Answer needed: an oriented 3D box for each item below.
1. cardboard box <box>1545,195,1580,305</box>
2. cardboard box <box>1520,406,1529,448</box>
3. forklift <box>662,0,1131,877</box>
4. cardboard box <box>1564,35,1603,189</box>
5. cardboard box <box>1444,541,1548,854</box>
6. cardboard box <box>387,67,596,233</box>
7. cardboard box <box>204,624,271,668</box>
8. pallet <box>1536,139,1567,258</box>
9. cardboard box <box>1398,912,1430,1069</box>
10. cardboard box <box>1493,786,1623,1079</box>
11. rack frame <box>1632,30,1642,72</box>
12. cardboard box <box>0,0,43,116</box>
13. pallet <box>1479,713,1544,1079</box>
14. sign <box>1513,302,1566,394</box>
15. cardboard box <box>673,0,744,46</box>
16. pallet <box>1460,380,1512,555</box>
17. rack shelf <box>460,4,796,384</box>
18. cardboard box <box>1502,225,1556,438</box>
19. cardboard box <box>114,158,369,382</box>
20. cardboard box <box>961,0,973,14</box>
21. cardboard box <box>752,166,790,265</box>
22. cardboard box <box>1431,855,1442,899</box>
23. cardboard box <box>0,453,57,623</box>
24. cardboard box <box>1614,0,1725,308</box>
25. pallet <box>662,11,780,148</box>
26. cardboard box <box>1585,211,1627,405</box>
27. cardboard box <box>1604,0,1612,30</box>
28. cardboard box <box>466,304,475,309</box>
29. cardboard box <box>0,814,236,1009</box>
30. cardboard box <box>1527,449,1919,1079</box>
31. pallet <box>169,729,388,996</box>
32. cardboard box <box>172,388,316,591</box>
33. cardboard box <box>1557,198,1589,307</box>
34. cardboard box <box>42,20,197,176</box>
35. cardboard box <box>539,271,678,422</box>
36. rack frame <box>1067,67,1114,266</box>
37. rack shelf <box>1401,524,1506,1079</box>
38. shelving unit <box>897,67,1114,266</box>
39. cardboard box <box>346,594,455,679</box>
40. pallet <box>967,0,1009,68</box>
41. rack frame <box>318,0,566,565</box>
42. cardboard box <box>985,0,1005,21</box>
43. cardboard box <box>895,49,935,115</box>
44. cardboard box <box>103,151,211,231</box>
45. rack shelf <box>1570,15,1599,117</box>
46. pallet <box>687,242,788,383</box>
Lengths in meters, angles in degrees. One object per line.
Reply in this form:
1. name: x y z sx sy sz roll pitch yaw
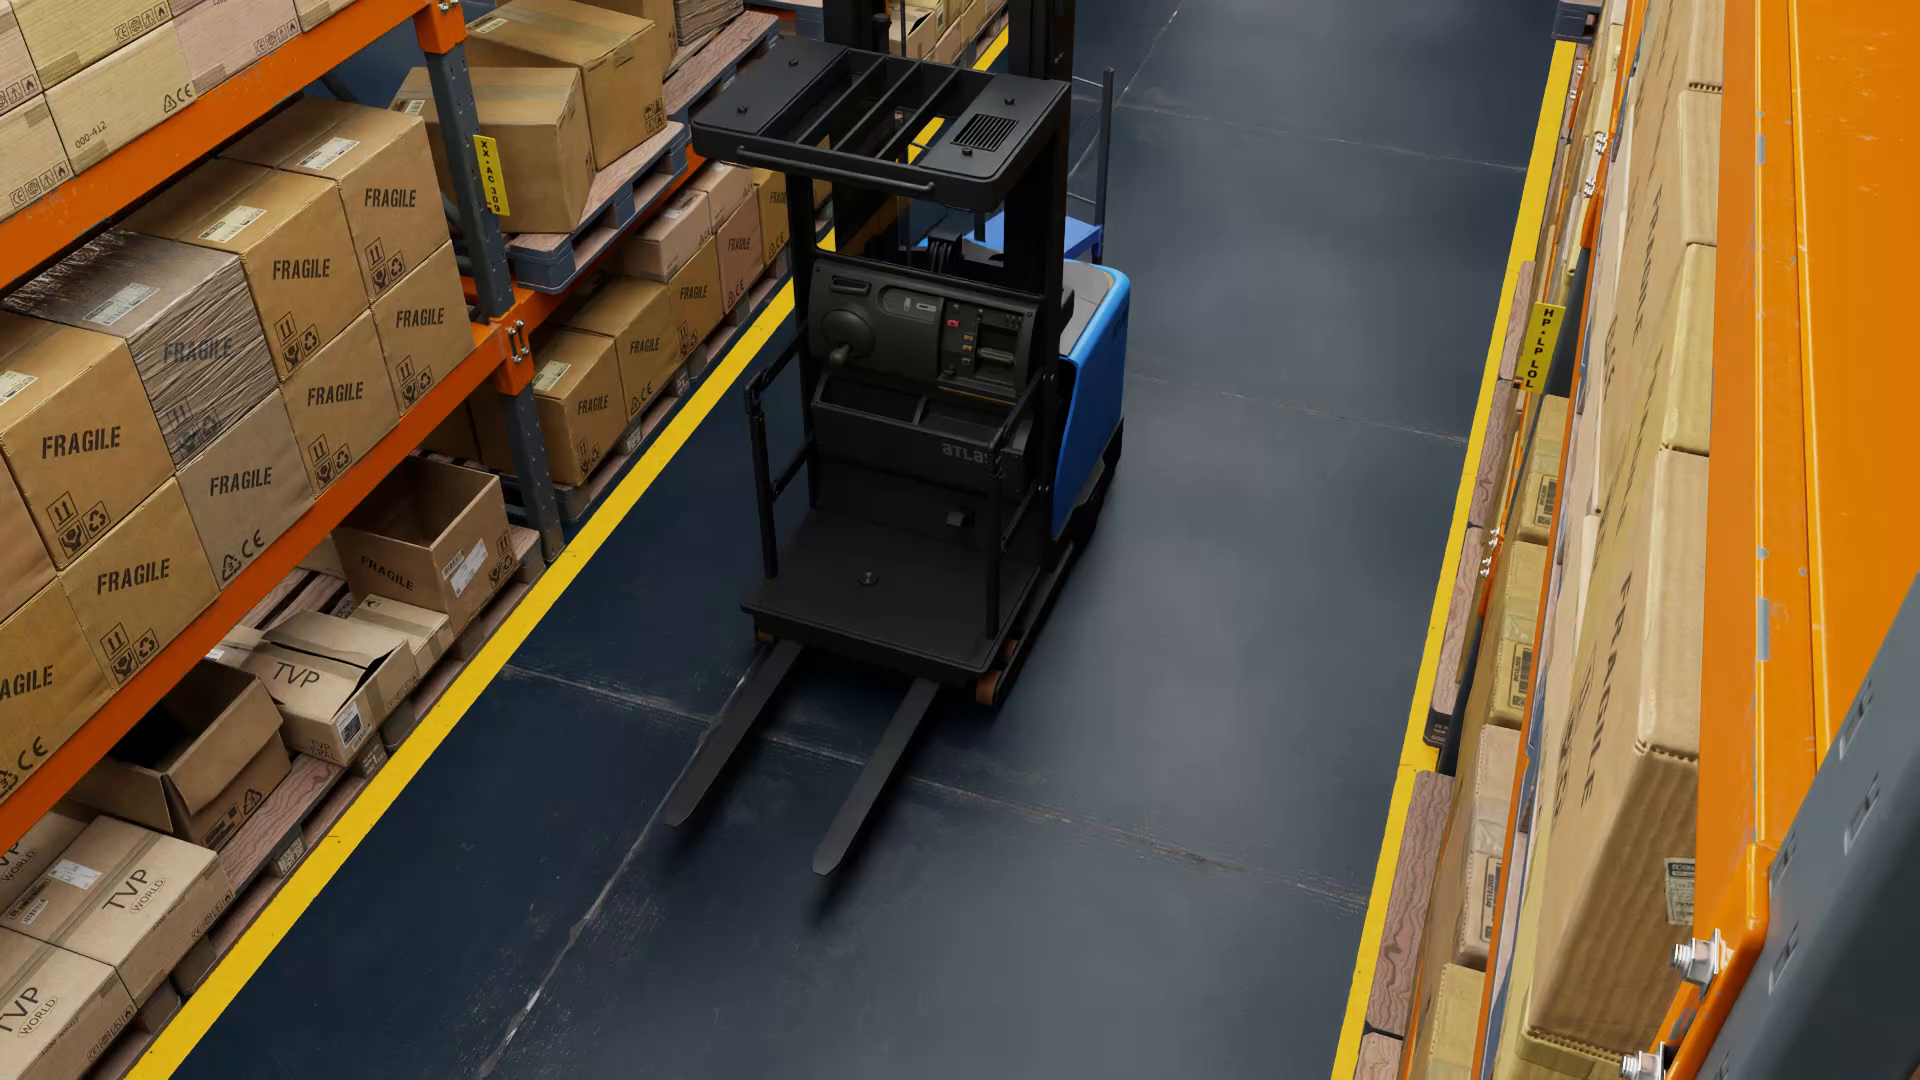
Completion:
1. cardboard box: 2.437 -0.890 6.115 0.500 0.500 0.500 14 42 15
2. cardboard box: 2.265 -0.421 6.064 0.380 0.149 0.250 14 42 16
3. forklift: -0.232 -0.735 6.307 1.130 2.935 3.031 14 43 16
4. cardboard box: 2.954 -1.820 7.204 0.500 0.500 0.500 13 42 15
5. cardboard box: 1.895 0.576 4.486 0.980 0.700 0.700 12 42 14
6. cardboard box: -1.933 -1.615 6.885 0.700 0.500 0.500 0 40 0
7. cardboard box: -2.939 0.470 6.685 0.380 0.166 0.250 13 42 15
8. pallet: 3.987 -1.936 9.810 1.003 0.211 1.213 13 42 15
9. cardboard box: 1.824 1.449 5.296 0.700 0.500 0.500 13 42 15
10. cardboard box: 0.984 0.572 2.127 0.500 0.250 0.500 15 43 16
11. rack frame: 2.351 -2.363 3.540 1.000 3.000 0.127 13 42 15
12. cardboard box: -2.736 -1.182 4.197 0.500 0.250 0.500 13 42 15
13. pallet: 1.227 0.797 2.216 1.003 0.211 1.213 13 42 15
14. sign: 1.838 -0.606 5.271 0.100 0.325 0.005 13 42 15
15. cardboard box: -1.539 -2.891 8.380 0.700 0.500 0.500 21 45 23
16. pallet: 2.959 -0.254 7.839 1.003 0.211 1.213 13 42 15
17. rack shelf: -1.622 -2.124 8.436 1.077 0.370 4.000 13 42 15
18. cardboard box: 3.038 -0.910 7.792 0.750 0.750 0.750 13 42 15
19. cardboard box: -2.408 -0.917 5.620 0.500 0.500 0.500 13 42 14
20. cardboard box: -0.134 -3.832 11.247 0.500 0.311 0.500 12 42 14
21. cardboard box: -1.214 -1.896 9.202 0.500 0.500 0.500 12 42 14
22. cardboard box: 1.710 1.065 5.246 0.380 0.149 0.250 15 43 17
23. cardboard box: -2.926 0.007 4.537 0.500 0.500 0.500 14 42 16
24. cardboard box: 1.510 -0.658 2.990 0.500 0.500 0.500 14 42 15
25. pallet: -1.598 -2.357 8.304 1.003 0.211 1.213 13 42 15
26. cardboard box: 1.511 -0.377 3.239 0.500 0.250 0.500 12 42 14
27. cardboard box: 3.138 -2.417 7.326 0.500 0.250 0.500 13 42 14
28. cardboard box: -2.229 -1.059 8.220 0.500 0.500 0.500 13 42 15
29. cardboard box: -2.879 1.262 5.693 0.500 0.250 0.500 13 42 15
30. cardboard box: 0.977 0.285 1.885 0.500 0.500 0.500 13 42 15
31. pallet: -2.957 1.048 6.312 1.003 0.211 1.213 13 42 15
32. cardboard box: -2.584 -0.226 5.580 0.500 0.500 0.500 14 42 16
33. cardboard box: 2.270 -0.866 5.509 0.500 0.250 0.500 14 43 16
34. cardboard box: -2.566 -1.297 4.717 0.500 0.250 0.500 13 42 15
35. cardboard box: -1.739 -0.963 8.108 0.500 0.500 0.500 14 42 16
36. rack frame: 0.543 -1.804 8.663 0.500 1.500 0.032 27 47 28
37. rack shelf: 1.667 1.413 4.291 1.077 0.370 4.000 13 42 15
38. shelving unit: 0.229 -1.545 8.359 0.538 1.500 1.048 27 47 28
39. cardboard box: -2.306 0.392 6.791 0.380 0.149 0.250 13 42 15
40. pallet: -0.201 -3.792 11.985 1.003 0.211 1.213 13 42 15
41. rack frame: -2.305 -1.178 6.773 1.000 3.000 0.127 13 42 15
42. cardboard box: 0.036 -3.923 11.786 0.500 0.250 0.500 14 42 16
43. cardboard box: -0.483 -2.986 10.687 0.500 0.250 0.500 13 42 15
44. cardboard box: -2.907 -1.057 5.784 0.500 0.500 0.500 12 42 14
45. rack shelf: 4.403 -3.467 10.010 1.077 0.370 4.000 13 42 15
46. pallet: -1.647 -1.368 9.145 1.003 0.211 1.213 13 42 15
